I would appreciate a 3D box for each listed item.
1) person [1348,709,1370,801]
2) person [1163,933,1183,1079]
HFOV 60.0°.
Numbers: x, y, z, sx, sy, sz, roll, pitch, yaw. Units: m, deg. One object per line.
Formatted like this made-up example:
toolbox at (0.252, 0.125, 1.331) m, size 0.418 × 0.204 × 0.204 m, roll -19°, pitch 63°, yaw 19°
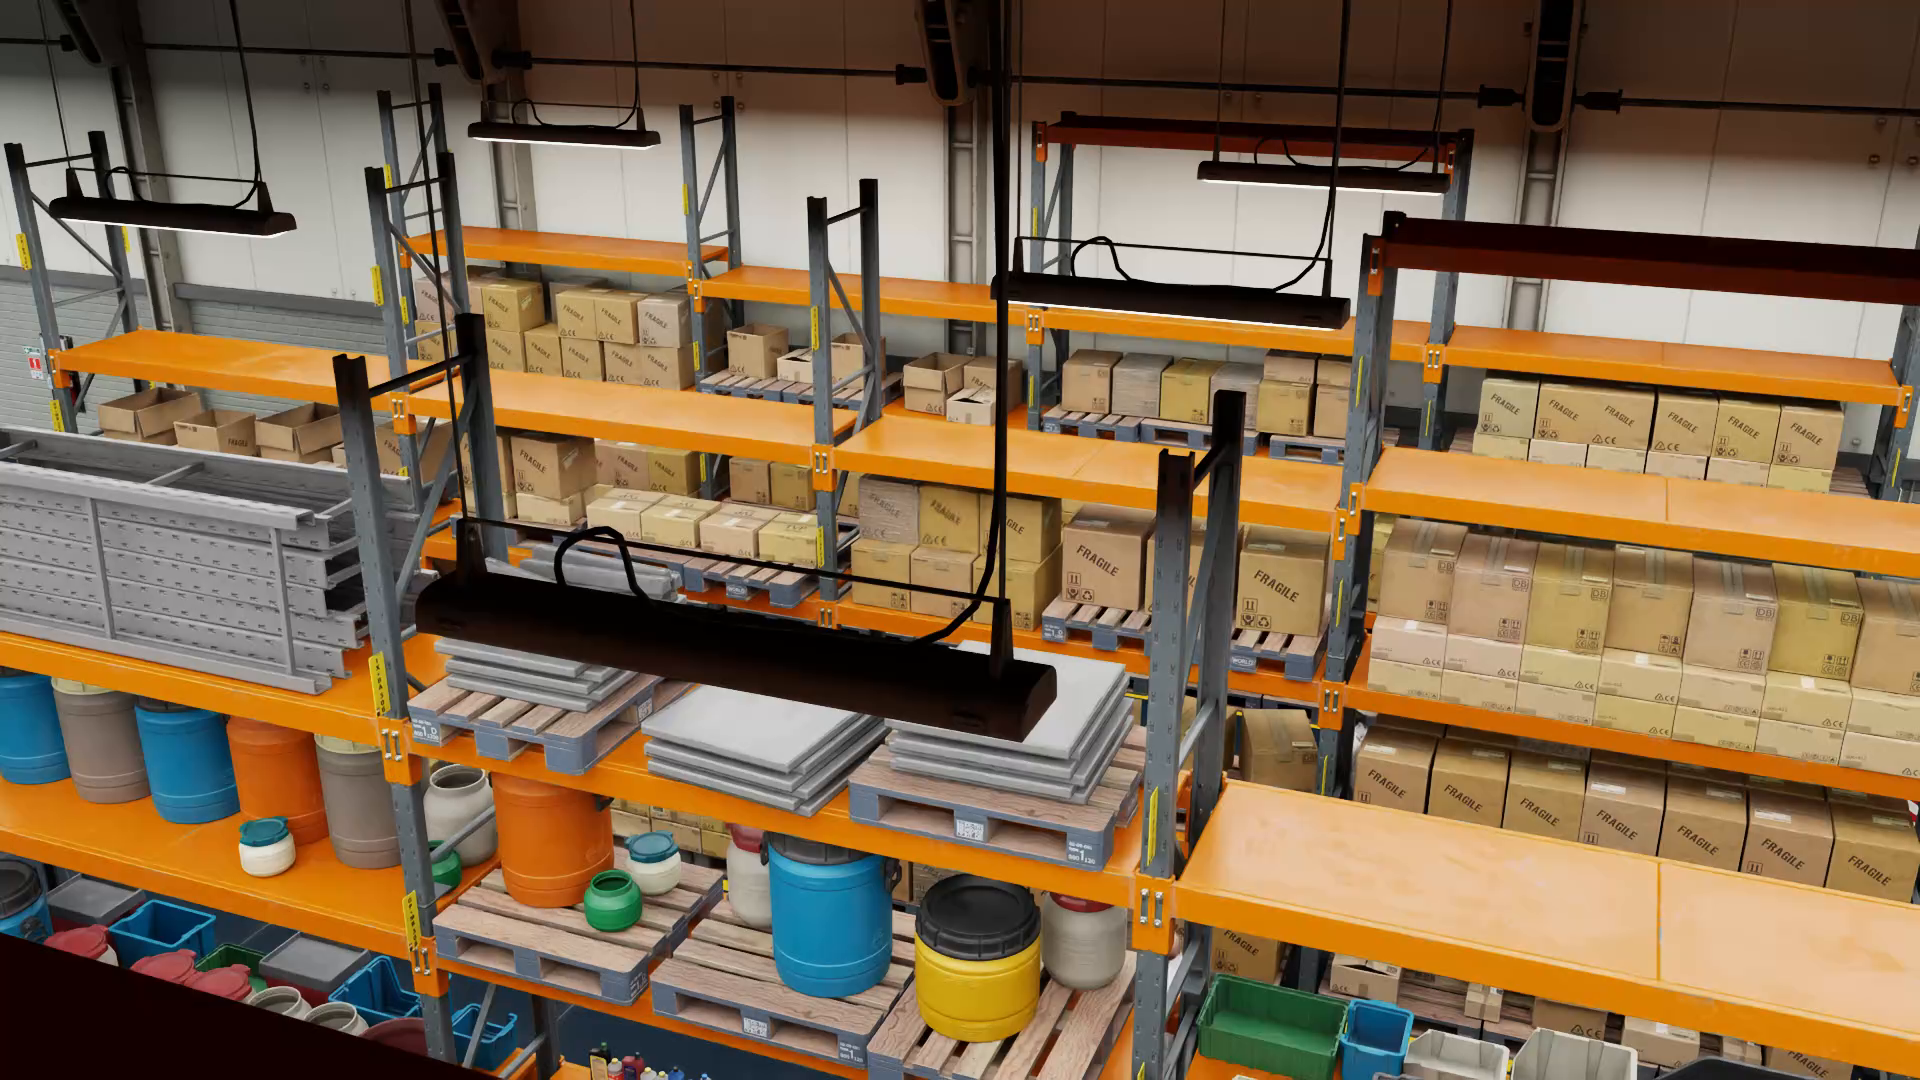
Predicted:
person at (3.346, 2.104, 14.518) m, size 1.033 × 1.633 × 0.502 m, roll 7°, pitch 22°, yaw 18°
person at (1.488, 3.390, 11.141) m, size 0.650 × 1.690 × 0.752 m, roll 11°, pitch 24°, yaw 27°
